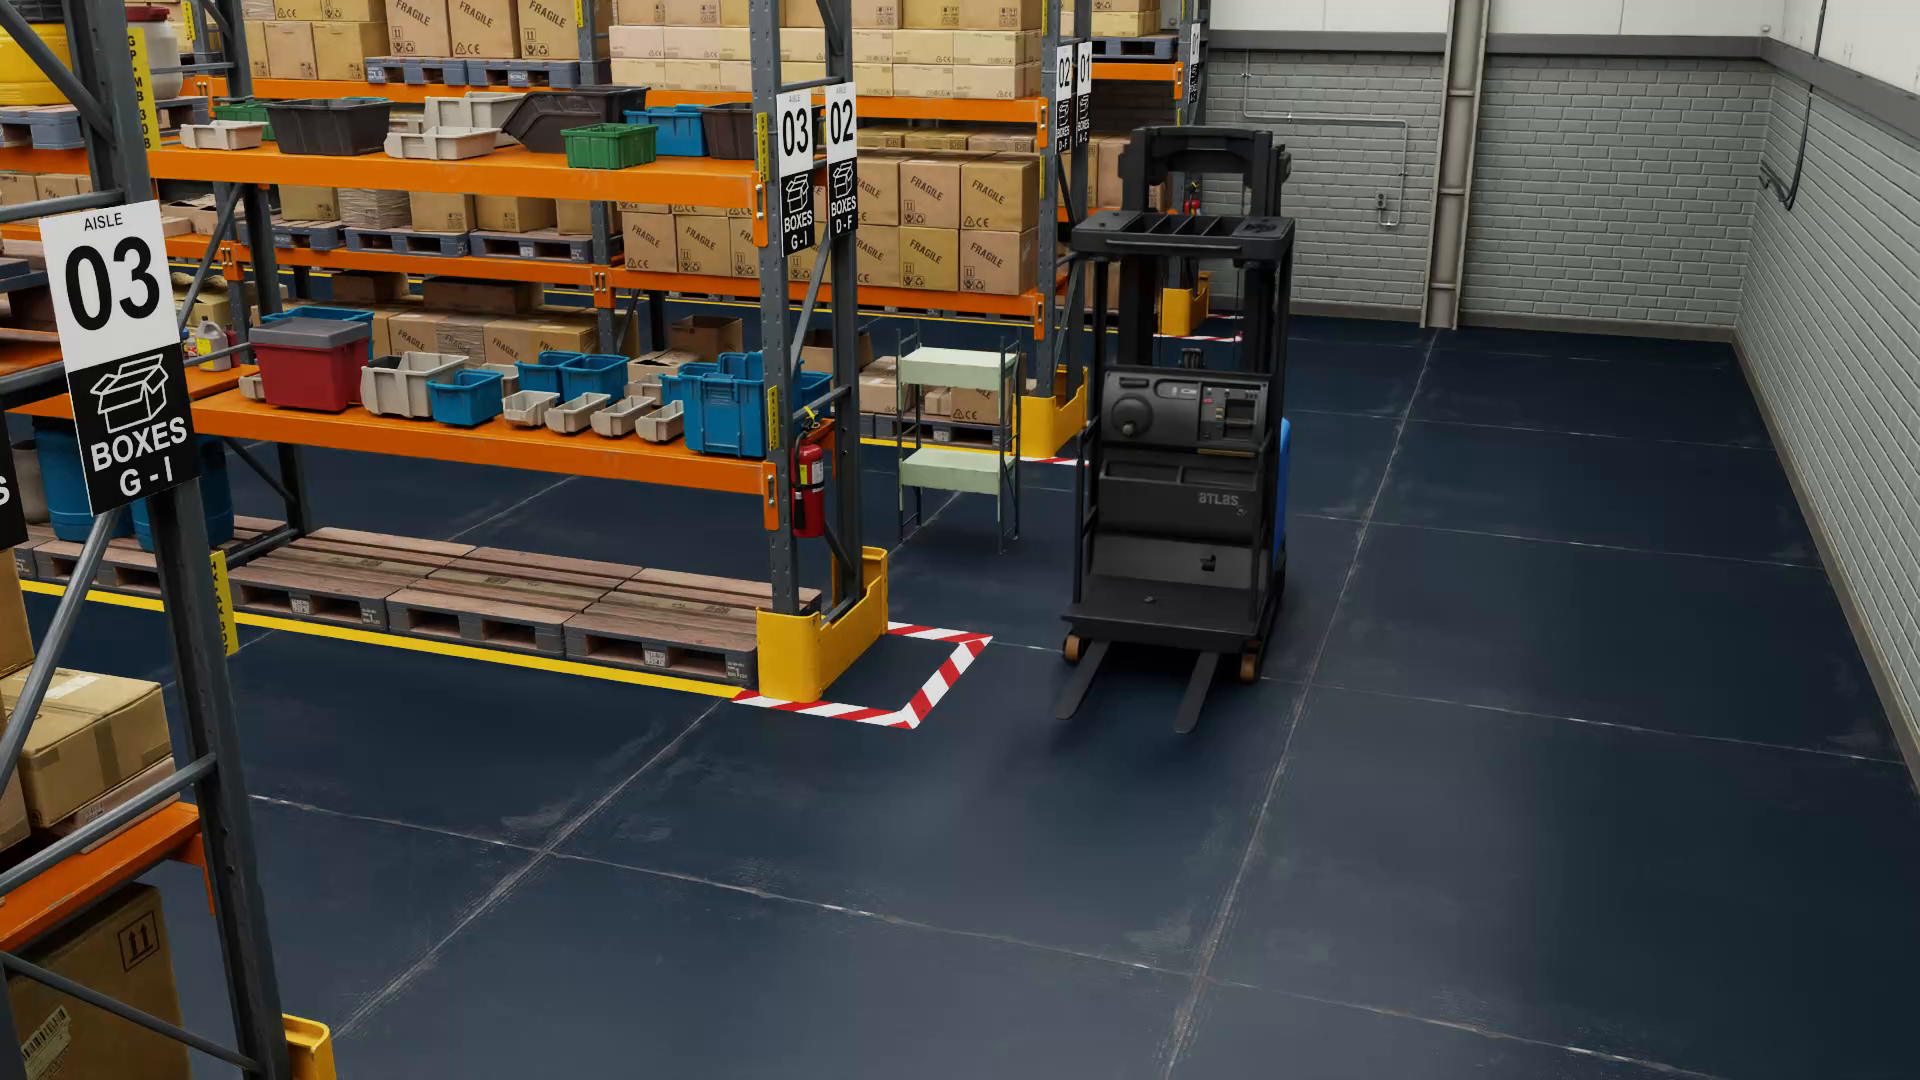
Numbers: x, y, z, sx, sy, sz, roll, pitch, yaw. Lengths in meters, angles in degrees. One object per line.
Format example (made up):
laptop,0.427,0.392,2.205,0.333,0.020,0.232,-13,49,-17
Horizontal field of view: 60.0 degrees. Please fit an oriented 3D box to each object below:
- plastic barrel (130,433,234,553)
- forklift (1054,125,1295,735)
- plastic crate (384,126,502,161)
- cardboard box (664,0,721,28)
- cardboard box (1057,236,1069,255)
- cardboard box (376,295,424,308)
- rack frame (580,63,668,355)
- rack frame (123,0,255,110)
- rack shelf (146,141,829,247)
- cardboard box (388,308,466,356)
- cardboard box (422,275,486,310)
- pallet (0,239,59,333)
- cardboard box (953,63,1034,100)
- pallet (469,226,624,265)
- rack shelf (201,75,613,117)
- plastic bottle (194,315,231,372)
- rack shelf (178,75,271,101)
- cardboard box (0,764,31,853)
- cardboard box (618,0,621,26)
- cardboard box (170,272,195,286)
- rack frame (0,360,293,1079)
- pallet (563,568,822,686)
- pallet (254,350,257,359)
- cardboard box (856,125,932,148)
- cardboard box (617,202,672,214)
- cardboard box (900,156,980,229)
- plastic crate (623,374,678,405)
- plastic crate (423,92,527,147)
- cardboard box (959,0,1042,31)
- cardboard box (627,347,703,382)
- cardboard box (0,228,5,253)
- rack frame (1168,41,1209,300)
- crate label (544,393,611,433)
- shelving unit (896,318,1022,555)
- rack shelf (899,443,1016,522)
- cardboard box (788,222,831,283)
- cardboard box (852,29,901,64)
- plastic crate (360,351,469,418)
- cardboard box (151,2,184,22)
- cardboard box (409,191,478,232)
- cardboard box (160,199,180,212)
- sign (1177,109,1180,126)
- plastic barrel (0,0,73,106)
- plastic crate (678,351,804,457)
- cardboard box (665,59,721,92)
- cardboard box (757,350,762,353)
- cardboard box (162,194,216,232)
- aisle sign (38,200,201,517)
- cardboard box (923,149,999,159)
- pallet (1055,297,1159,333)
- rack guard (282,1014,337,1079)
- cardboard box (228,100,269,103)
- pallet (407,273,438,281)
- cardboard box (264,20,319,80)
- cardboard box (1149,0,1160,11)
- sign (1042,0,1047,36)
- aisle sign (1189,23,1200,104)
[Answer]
plastic barrel,-5.082,-0.426,10.791,0.708,0.901,0.600,7,20,18
forklift,1.214,-0.731,9.220,1.130,2.935,3.031,5,20,15
plastic crate,-2.829,-2.160,9.060,0.530,0.136,0.437,7,20,18
cardboard box,-2.047,-4.491,13.675,0.500,0.500,0.700,7,20,18
cardboard box,1.231,-3.302,18.665,0.250,0.149,0.380,7,20,19
cardboard box,-5.274,-2.069,16.085,0.500,0.500,0.500,6,20,16
rack frame,-2.945,-2.694,14.748,0.127,3.000,1.000,7,20,18
rack frame,-4.574,-3.987,9.343,0.127,3.000,1.000,7,20,18
rack shelf,-2.684,-2.015,9.335,4.000,0.370,1.077,7,20,18
cardboard box,-4.924,-1.850,15.456,0.500,0.500,0.500,6,20,16
cardboard box,-4.740,-2.366,15.795,0.500,0.250,0.500,6,20,17
pallet,-3.125,-0.634,4.414,1.213,0.211,1.003,7,20,18
cardboard box,0.262,-3.581,12.963,0.500,0.250,0.500,7,20,18
pallet,-3.664,-2.724,15.124,1.213,0.211,1.003,7,20,18
rack shelf,-4.834,-3.987,14.992,4.000,0.370,1.077,7,20,18
plastic bottle,-4.838,-1.274,10.749,0.185,0.351,0.144,7,20,18
rack shelf,-8.612,-4.419,16.232,4.000,0.370,1.077,7,20,18
cardboard box,-2.966,0.778,4.562,0.500,0.250,0.500,6,20,17
cardboard box,-3.588,-6.199,19.425,0.500,0.500,0.700,8,21,21
cardboard box,-8.101,-2.549,17.018,0.500,0.311,0.500,6,20,17
rack frame,-2.421,0.818,4.673,0.127,3.000,1.000,7,20,18
pallet,-1.562,0.493,9.840,1.213,0.211,1.003,7,20,18
pallet,-7.488,-1.910,16.736,1.213,0.211,1.003,7,20,18
cardboard box,-0.815,-4.313,18.935,0.700,0.700,0.980,7,20,19
cardboard box,-2.592,-3.075,14.170,0.500,0.500,0.500,7,20,19
cardboard box,-0.154,-2.798,13.376,0.500,0.500,0.500,7,20,20
plastic crate,-1.837,-0.889,9.878,0.298,0.136,0.250,7,20,18
plastic crate,-2.788,-2.418,9.579,0.530,0.282,0.437,7,20,18
cardboard box,0.343,-4.248,12.978,0.500,0.500,0.700,7,20,18
cardboard box,-2.619,-1.520,14.795,0.500,0.311,0.500,7,20,18
cardboard box,-2.929,-0.931,4.191,0.500,0.500,0.700,5,20,15
rack frame,2.456,-3.803,17.928,0.127,3.000,1.000,7,20,18
crate label,-2.165,-0.716,9.383,0.243,0.136,0.396,7,20,18
shelving unit,-0.006,-0.709,11.331,0.755,1.500,0.431,7,20,18
rack shelf,-0.006,-0.401,11.439,0.720,0.370,0.431,7,20,18
cardboard box,-1.115,-2.438,13.861,0.500,0.500,0.500,6,20,17
cardboard box,-0.679,-3.929,13.202,0.500,0.250,0.500,7,20,18
plastic crate,-3.192,-0.904,9.703,0.530,0.282,0.437,7,20,18
cardboard box,-9.911,-6.608,21.237,0.500,0.500,0.500,5,20,13
cardboard box,-4.634,-3.111,15.155,0.500,0.500,0.700,1,19,4
cardboard box,-10.819,-4.299,22.482,0.500,0.500,0.700,5,20,15
sign,2.265,-4.294,17.219,0.005,0.325,0.100,7,20,18
plastic barrel,-5.502,-2.893,9.838,0.600,0.588,0.600,0,19,0
plastic crate,-1.173,-0.745,9.012,0.499,0.435,0.616,7,20,18
cardboard box,-2.096,-3.855,13.749,0.500,0.250,0.500,7,20,18
cardboard box,-1.605,-1.578,14.962,0.500,0.311,0.500,7,20,18
cardboard box,-7.504,-3.241,16.452,0.500,0.311,0.500,6,20,17
aisle sign,-2.254,-0.495,4.490,0.004,0.787,0.394,7,20,18
cardboard box,0.005,-2.965,13.855,0.500,0.500,0.500,7,20,19
pallet,1.675,-2.548,18.565,1.213,0.211,1.003,7,20,18
rack guard,-2.398,2.001,5.077,0.348,0.500,1.175,7,20,18
cardboard box,-9.255,-5.507,21.876,0.500,0.500,0.500,6,20,17
pallet,-6.987,-3.567,21.489,1.213,0.211,1.003,7,20,18
cardboard box,-5.818,-4.498,15.214,0.500,0.500,0.910,7,20,18
cardboard box,1.846,-5.902,17.691,0.500,0.500,0.500,6,20,16
sign,0.633,-3.926,12.380,0.005,0.325,0.100,7,20,18
aisle sign,2.425,-4.929,17.210,0.004,0.787,0.394,7,20,18
